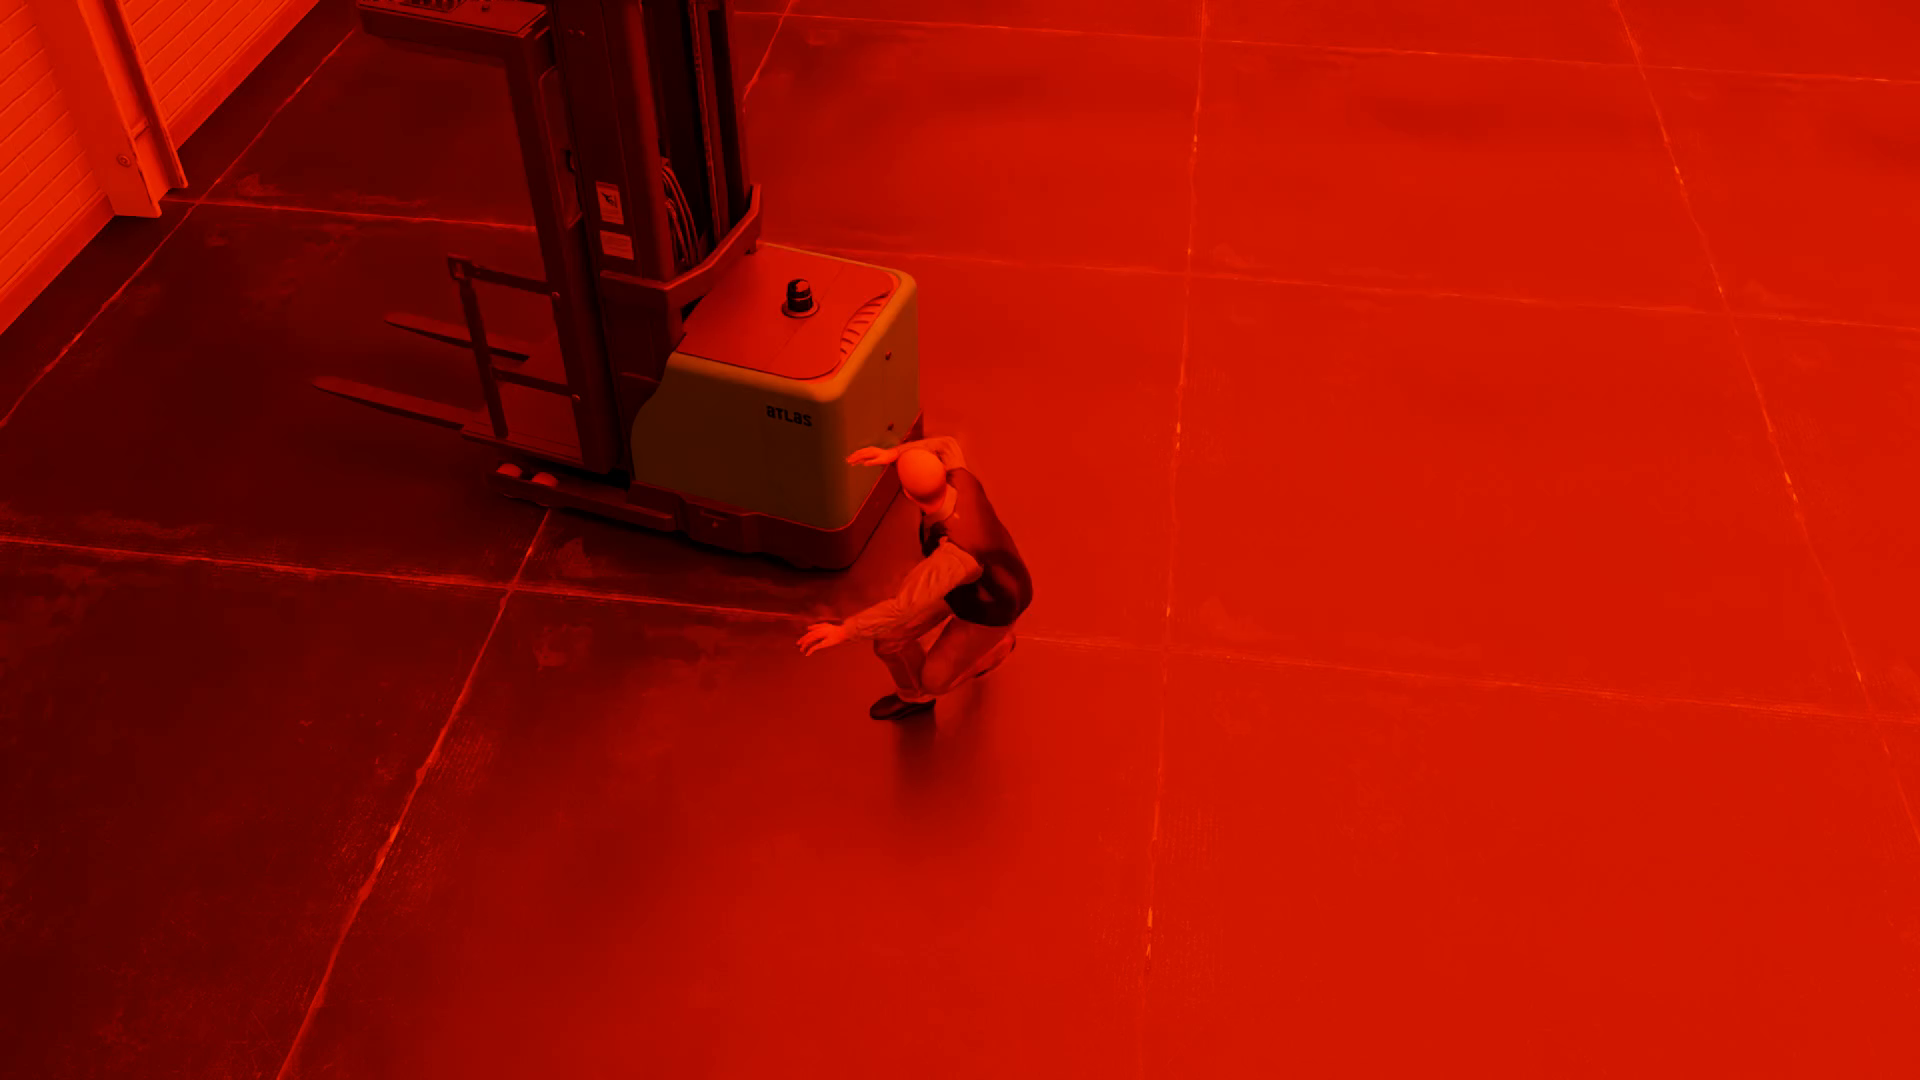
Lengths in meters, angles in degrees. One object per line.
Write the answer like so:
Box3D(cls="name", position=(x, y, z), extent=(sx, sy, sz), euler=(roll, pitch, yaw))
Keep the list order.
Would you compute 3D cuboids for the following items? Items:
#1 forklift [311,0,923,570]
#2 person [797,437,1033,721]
Box3D(cls="forklift", position=(-1.754, -1.560, 7.422), extent=(3.031, 2.935, 1.130), euler=(14, 44, 15))
Box3D(cls="person", position=(-0.233, 0.198, 6.615), extent=(1.048, 1.451, 0.771), euler=(-19, 46, -20))
